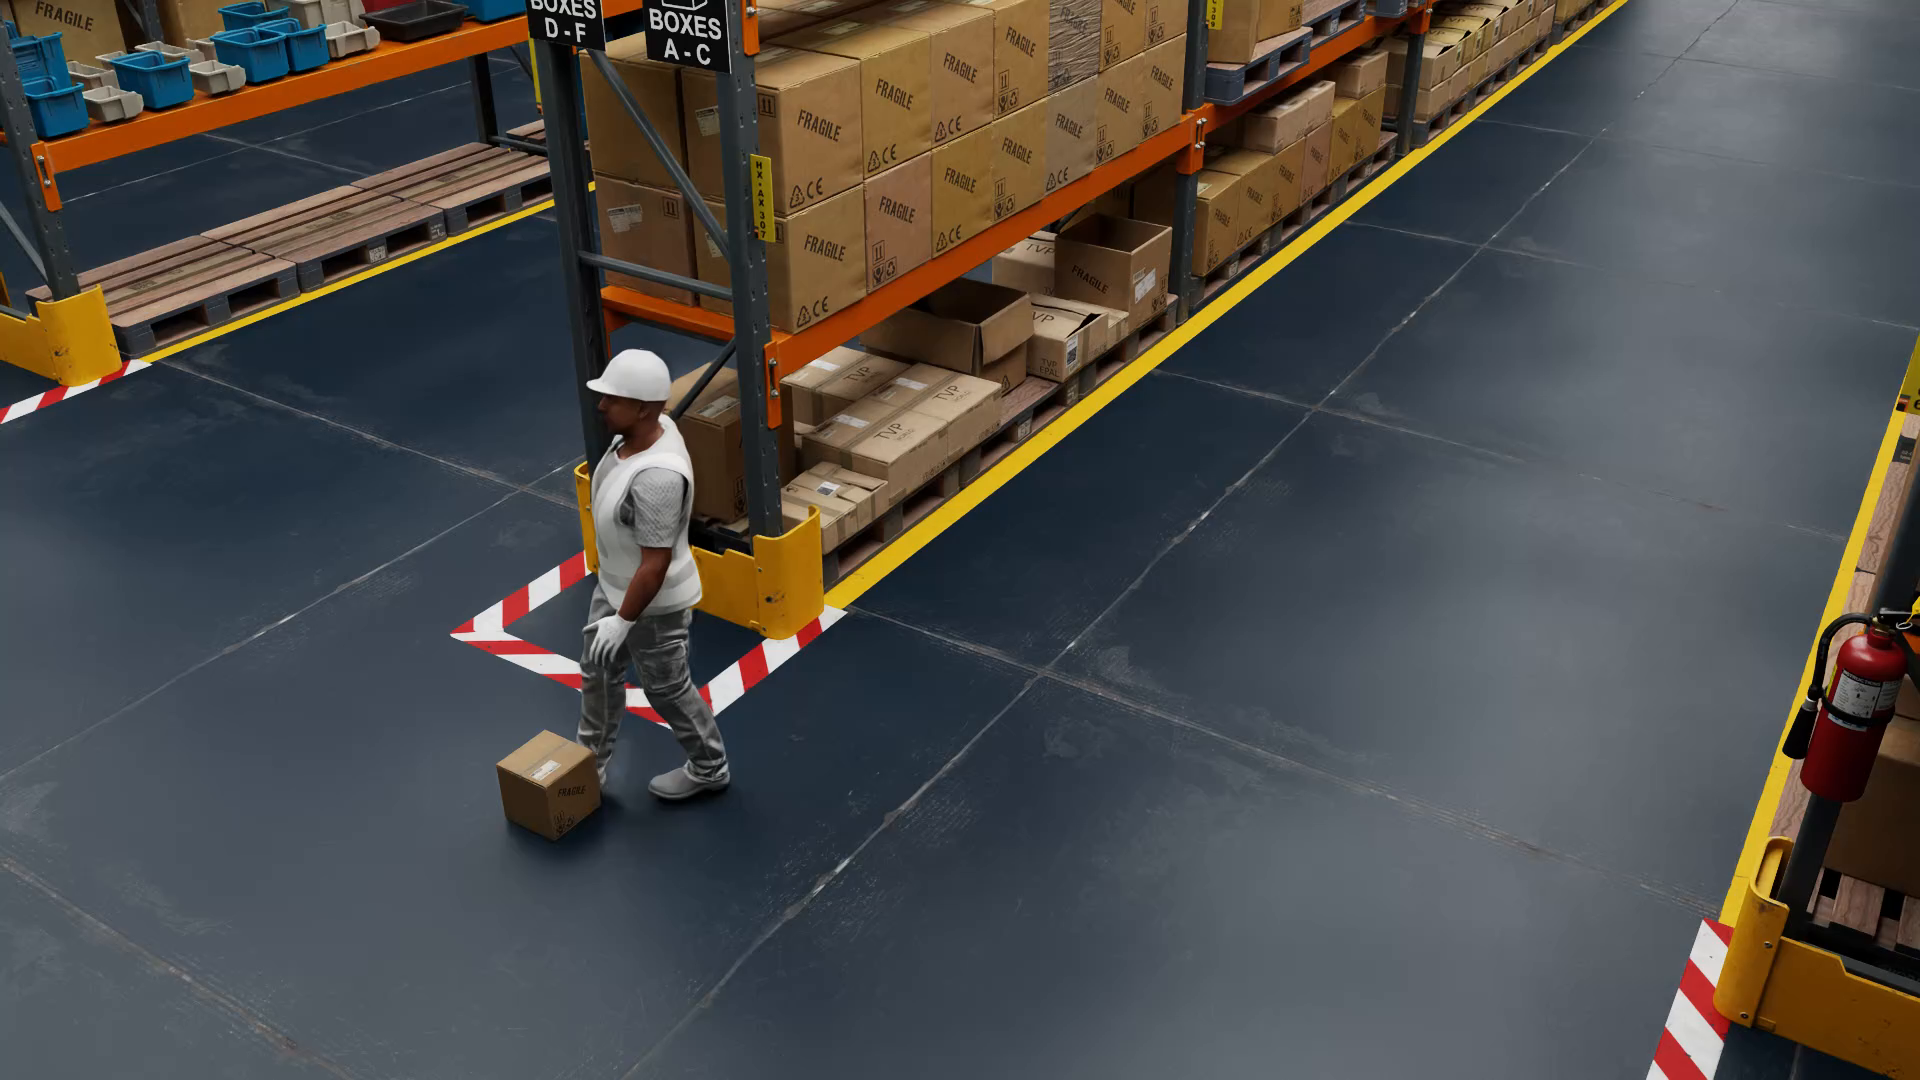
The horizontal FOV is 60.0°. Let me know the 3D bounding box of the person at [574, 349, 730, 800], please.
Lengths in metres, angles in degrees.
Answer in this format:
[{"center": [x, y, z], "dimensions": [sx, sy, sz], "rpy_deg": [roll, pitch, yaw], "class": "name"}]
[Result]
[{"center": [-1.221, 0.201, 5.747], "dimensions": [0.737, 1.773, 0.621], "rpy_deg": [-12, 32, -19], "class": "person"}]
